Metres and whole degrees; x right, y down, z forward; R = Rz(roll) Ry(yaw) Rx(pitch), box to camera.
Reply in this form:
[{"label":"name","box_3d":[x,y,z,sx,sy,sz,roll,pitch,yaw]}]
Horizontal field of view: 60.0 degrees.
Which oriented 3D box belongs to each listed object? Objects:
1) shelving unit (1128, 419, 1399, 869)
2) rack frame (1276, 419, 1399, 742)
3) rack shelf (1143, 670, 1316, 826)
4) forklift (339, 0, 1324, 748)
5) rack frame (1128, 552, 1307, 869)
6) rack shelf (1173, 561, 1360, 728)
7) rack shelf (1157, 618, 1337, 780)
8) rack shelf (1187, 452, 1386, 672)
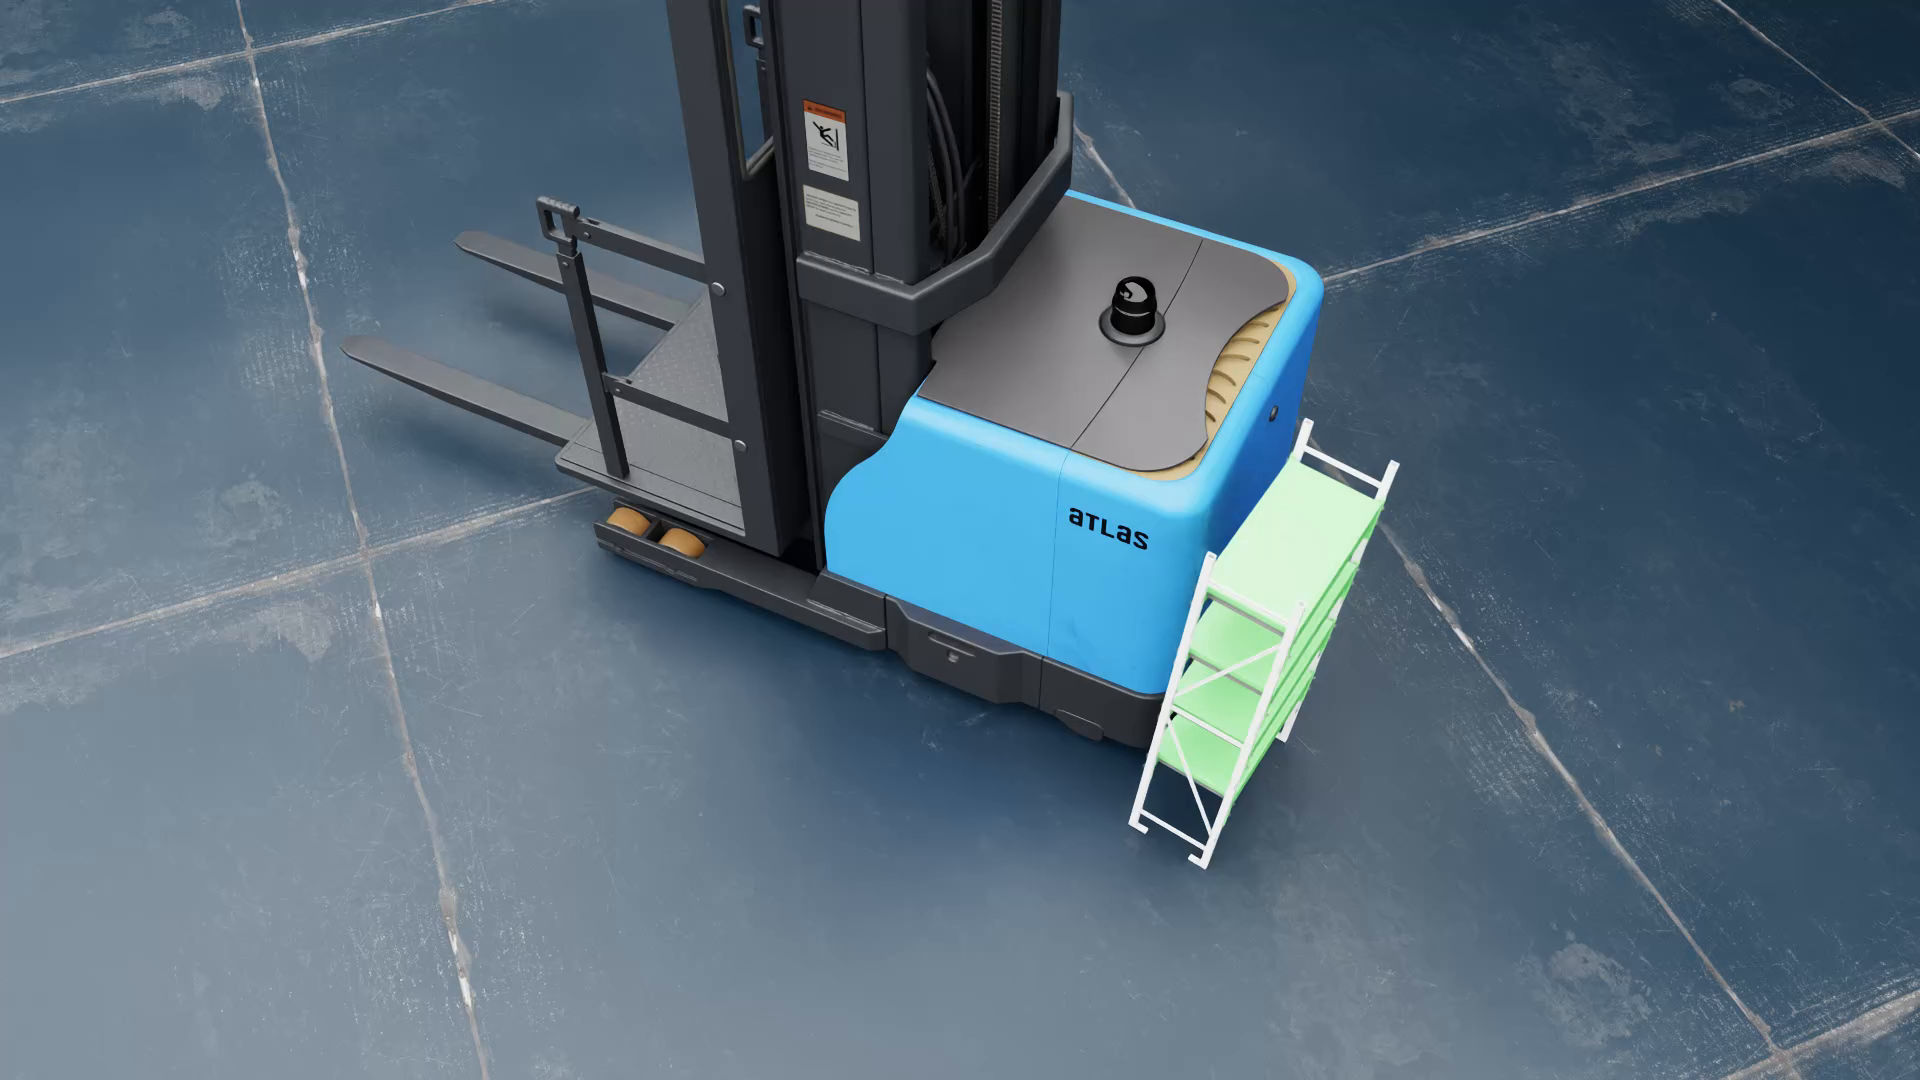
[{"label":"shelving unit","box_3d":[0.736,0.302,4.188,0.258,1.200,0.503,29,55,17]},{"label":"rack frame","box_3d":[0.869,0.147,4.321,0.240,1.200,0.015,29,55,17]},{"label":"rack shelf","box_3d":[0.717,0.490,4.426,0.258,0.148,0.480,29,55,17]},{"label":"forklift","box_3d":[-0.557,-1.166,4.319,3.031,2.935,1.130,21,52,17]},{"label":"rack frame","box_3d":[0.602,0.457,4.055,0.240,1.200,0.015,29,55,17]},{"label":"rack shelf","box_3d":[0.746,0.193,4.050,0.258,0.148,0.480,29,55,17]},{"label":"rack shelf","box_3d":[0.732,0.341,4.238,0.258,0.148,0.480,29,55,17]},{"label":"rack shelf","box_3d":[0.761,0.044,3.863,0.258,0.148,0.480,29,55,17]}]
